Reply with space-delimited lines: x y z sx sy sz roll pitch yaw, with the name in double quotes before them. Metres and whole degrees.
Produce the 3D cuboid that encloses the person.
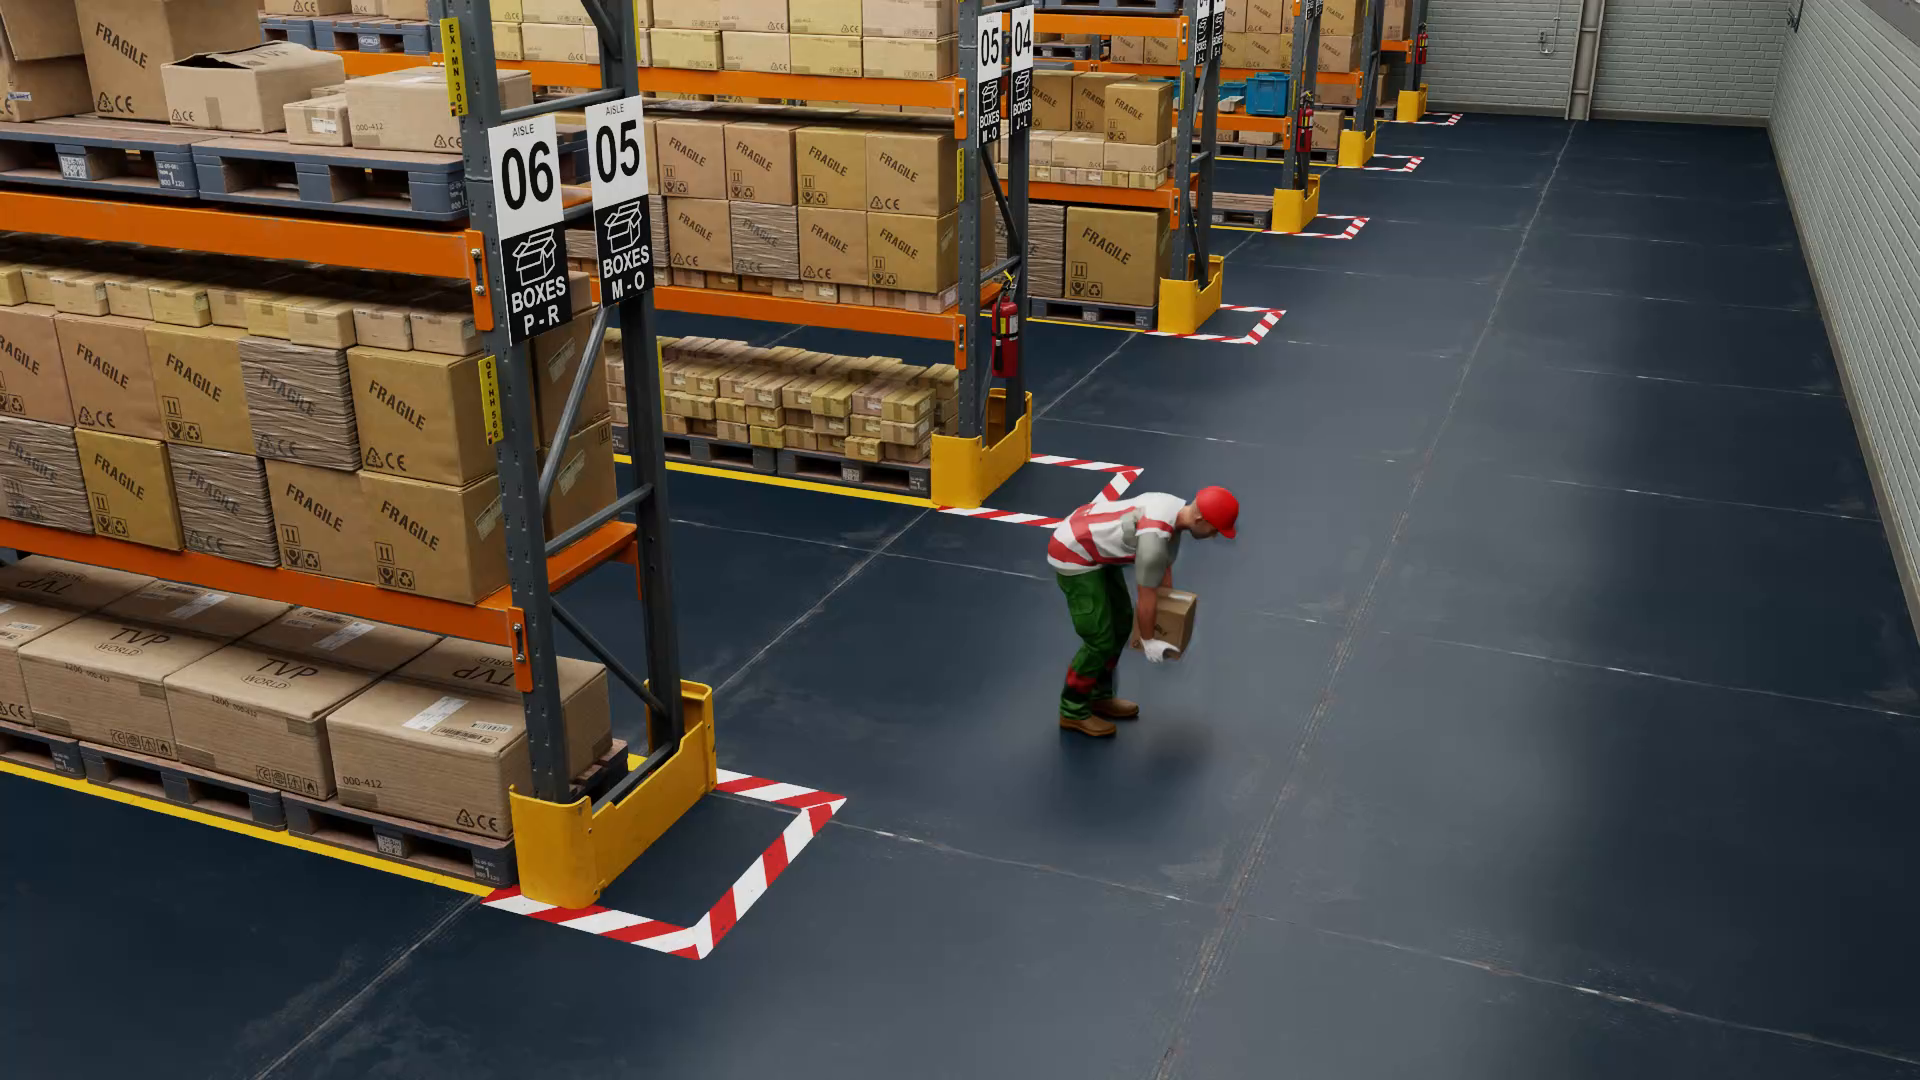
"person" 0.675 0.084 8.212 0.454 1.777 0.605 8 23 18
